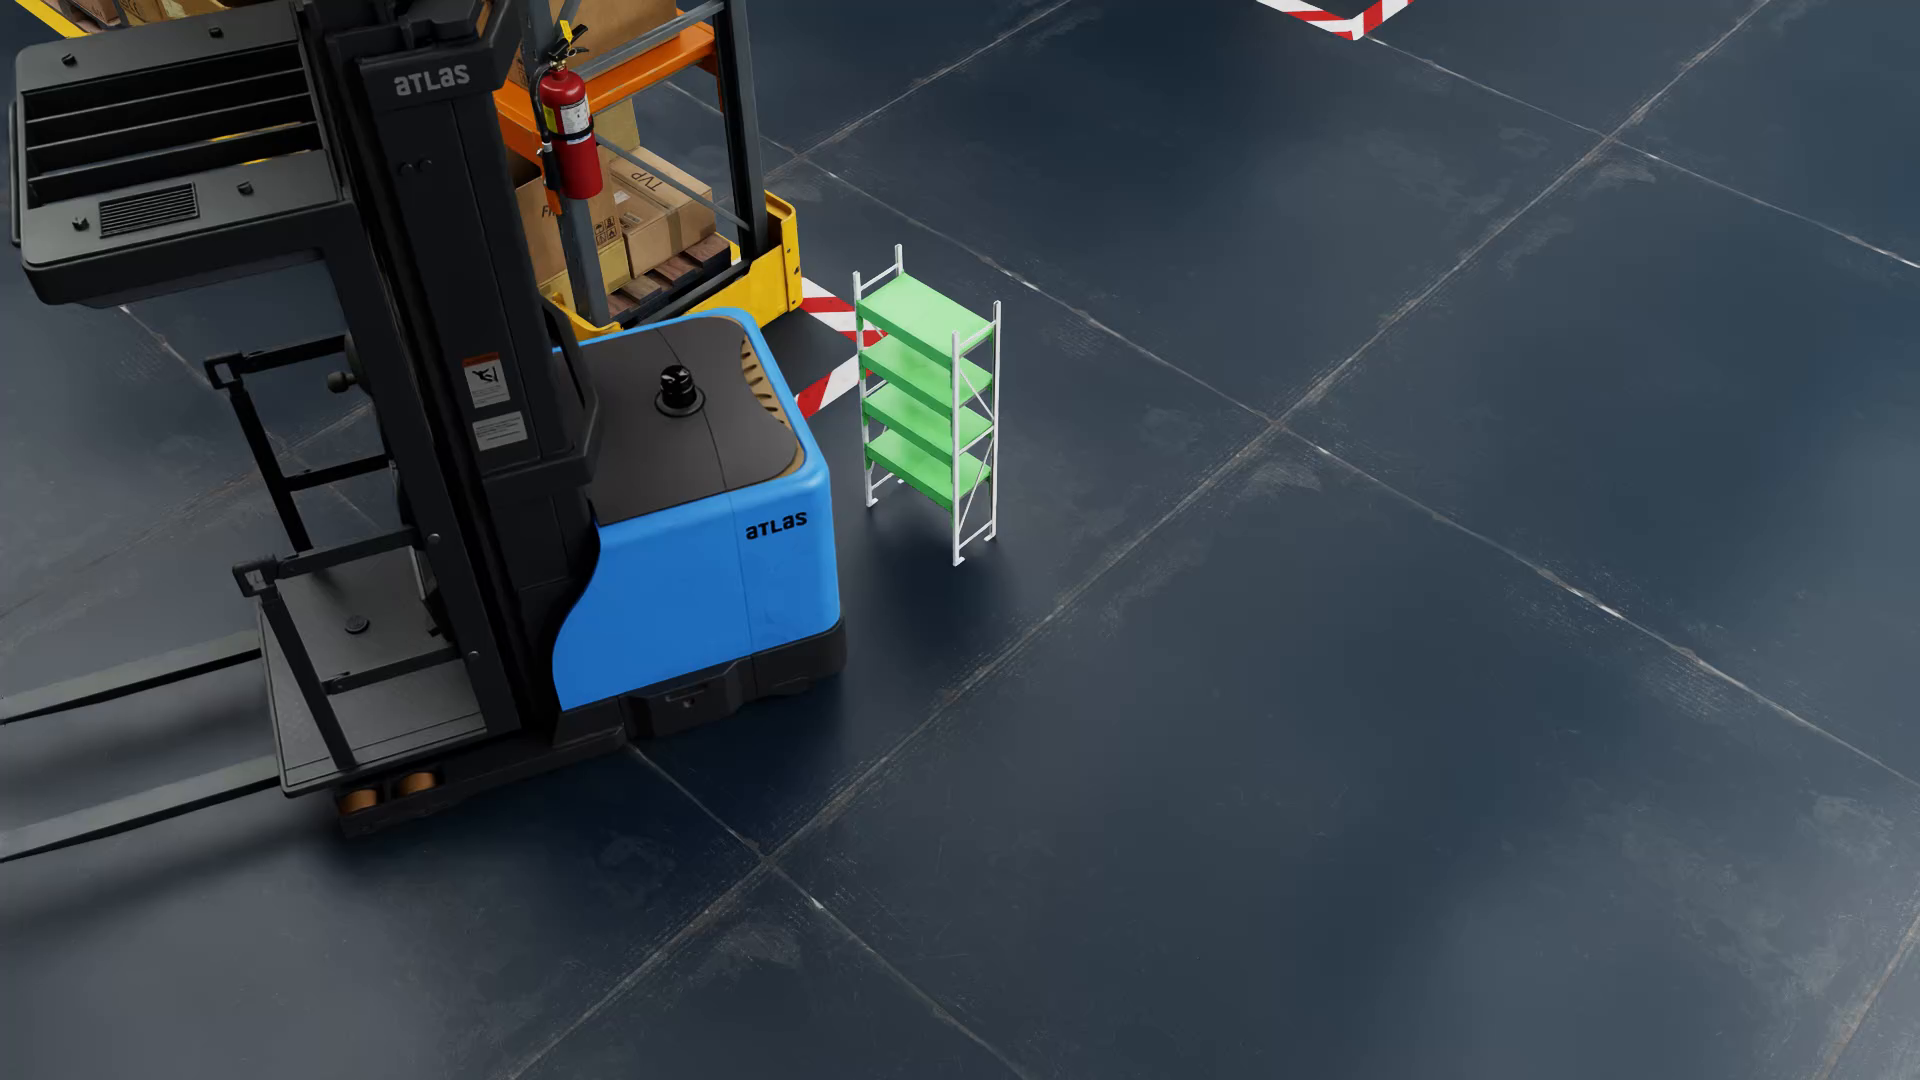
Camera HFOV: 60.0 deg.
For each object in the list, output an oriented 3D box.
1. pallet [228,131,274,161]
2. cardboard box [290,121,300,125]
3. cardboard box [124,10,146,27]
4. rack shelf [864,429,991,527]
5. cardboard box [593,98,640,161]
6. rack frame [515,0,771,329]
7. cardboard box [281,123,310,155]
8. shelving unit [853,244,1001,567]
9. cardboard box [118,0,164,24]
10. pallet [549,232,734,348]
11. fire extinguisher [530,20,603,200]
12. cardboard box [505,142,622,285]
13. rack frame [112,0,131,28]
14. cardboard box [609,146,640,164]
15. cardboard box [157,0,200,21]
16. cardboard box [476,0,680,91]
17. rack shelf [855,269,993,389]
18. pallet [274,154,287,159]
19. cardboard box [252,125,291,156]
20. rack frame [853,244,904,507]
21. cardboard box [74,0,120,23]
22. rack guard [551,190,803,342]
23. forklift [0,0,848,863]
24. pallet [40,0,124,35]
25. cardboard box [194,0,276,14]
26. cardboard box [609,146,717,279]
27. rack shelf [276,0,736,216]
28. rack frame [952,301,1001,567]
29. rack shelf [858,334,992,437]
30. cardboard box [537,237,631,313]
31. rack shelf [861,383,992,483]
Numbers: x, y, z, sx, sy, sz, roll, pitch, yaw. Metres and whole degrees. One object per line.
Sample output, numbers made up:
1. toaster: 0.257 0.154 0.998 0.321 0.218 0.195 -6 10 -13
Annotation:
1. pallet: -3.633 -2.548 8.997 1.213 0.211 1.003 34 55 28
2. cardboard box: -2.957 -2.239 7.879 0.500 0.500 0.500 34 55 28
3. cardboard box: -4.054 -2.729 8.852 0.500 0.250 0.500 34 55 28
4. rack shelf: -0.122 -0.285 6.611 0.480 0.148 0.258 34 55 28
5. cardboard box: -1.862 -2.030 7.682 0.500 0.500 0.500 34 55 28
6. rack frame: -1.250 -1.940 6.514 0.127 3.000 1.000 34 55 28
7. cardboard box: -2.955 -1.985 8.154 0.500 0.250 0.500 34 55 28
8. shelving unit: -0.122 -0.493 6.389 0.503 1.200 0.258 34 55 28
9. cardboard box: -4.061 -2.980 8.574 0.500 0.500 0.500 34 55 28
10. pallet: -1.840 -1.341 7.864 1.213 0.211 1.003 34 55 28
11. fire extinguisher: -1.478 -1.606 6.254 0.183 0.674 0.296 34 55 28
12. cardboard box: -1.846 -1.505 7.189 0.500 0.500 0.500 34 55 28
13. rack frame: -4.189 -3.918 8.371 0.127 3.000 1.000 34 55 28
14. cardboard box: -1.863 -1.772 7.954 0.500 0.250 0.500 34 55 28
15. cardboard box: -3.688 -2.737 8.346 0.500 0.500 0.500 34 55 28
16. cardboard box: -1.584 -2.212 6.701 0.500 0.500 0.700 34 55 28
17. rack shelf: -0.122 -0.777 6.086 0.480 0.148 0.258 34 55 28
18. pallet: -2.733 -1.944 8.431 1.213 0.211 1.003 34 55 28
19. cardboard box: -3.326 -2.229 8.383 0.500 0.250 0.500 34 55 28
20. rack frame: -0.301 -0.613 6.503 0.015 1.200 0.240 34 55 28
21. cardboard box: -4.691 -3.170 9.267 0.500 0.250 0.500 33 55 27
22. rack guard: -1.232 -1.072 7.414 0.348 0.500 1.175 34 55 28
23. forklift: -1.991 -0.418 5.132 3.031 2.935 1.130 -16 49 -15
24. pallet: -4.757 -3.307 9.710 1.213 0.211 1.003 34 55 28
25. cardboard box: -3.326 -2.486 8.110 0.500 0.500 0.500 34 55 28
26. cardboard box: -1.493 -1.527 7.724 0.500 0.250 0.500 34 55 28
27. rack shelf: -2.720 -2.683 7.705 4.000 0.370 1.077 34 55 28
28. rack frame: 0.058 -0.372 6.276 0.015 1.200 0.240 34 55 28
29. rack shelf: -0.122 -0.613 6.261 0.480 0.148 0.258 34 55 28
30. cardboard box: -1.845 -1.249 7.464 0.500 0.250 0.500 34 55 28
31. rack shelf: -0.122 -0.449 6.436 0.480 0.148 0.258 34 55 28
